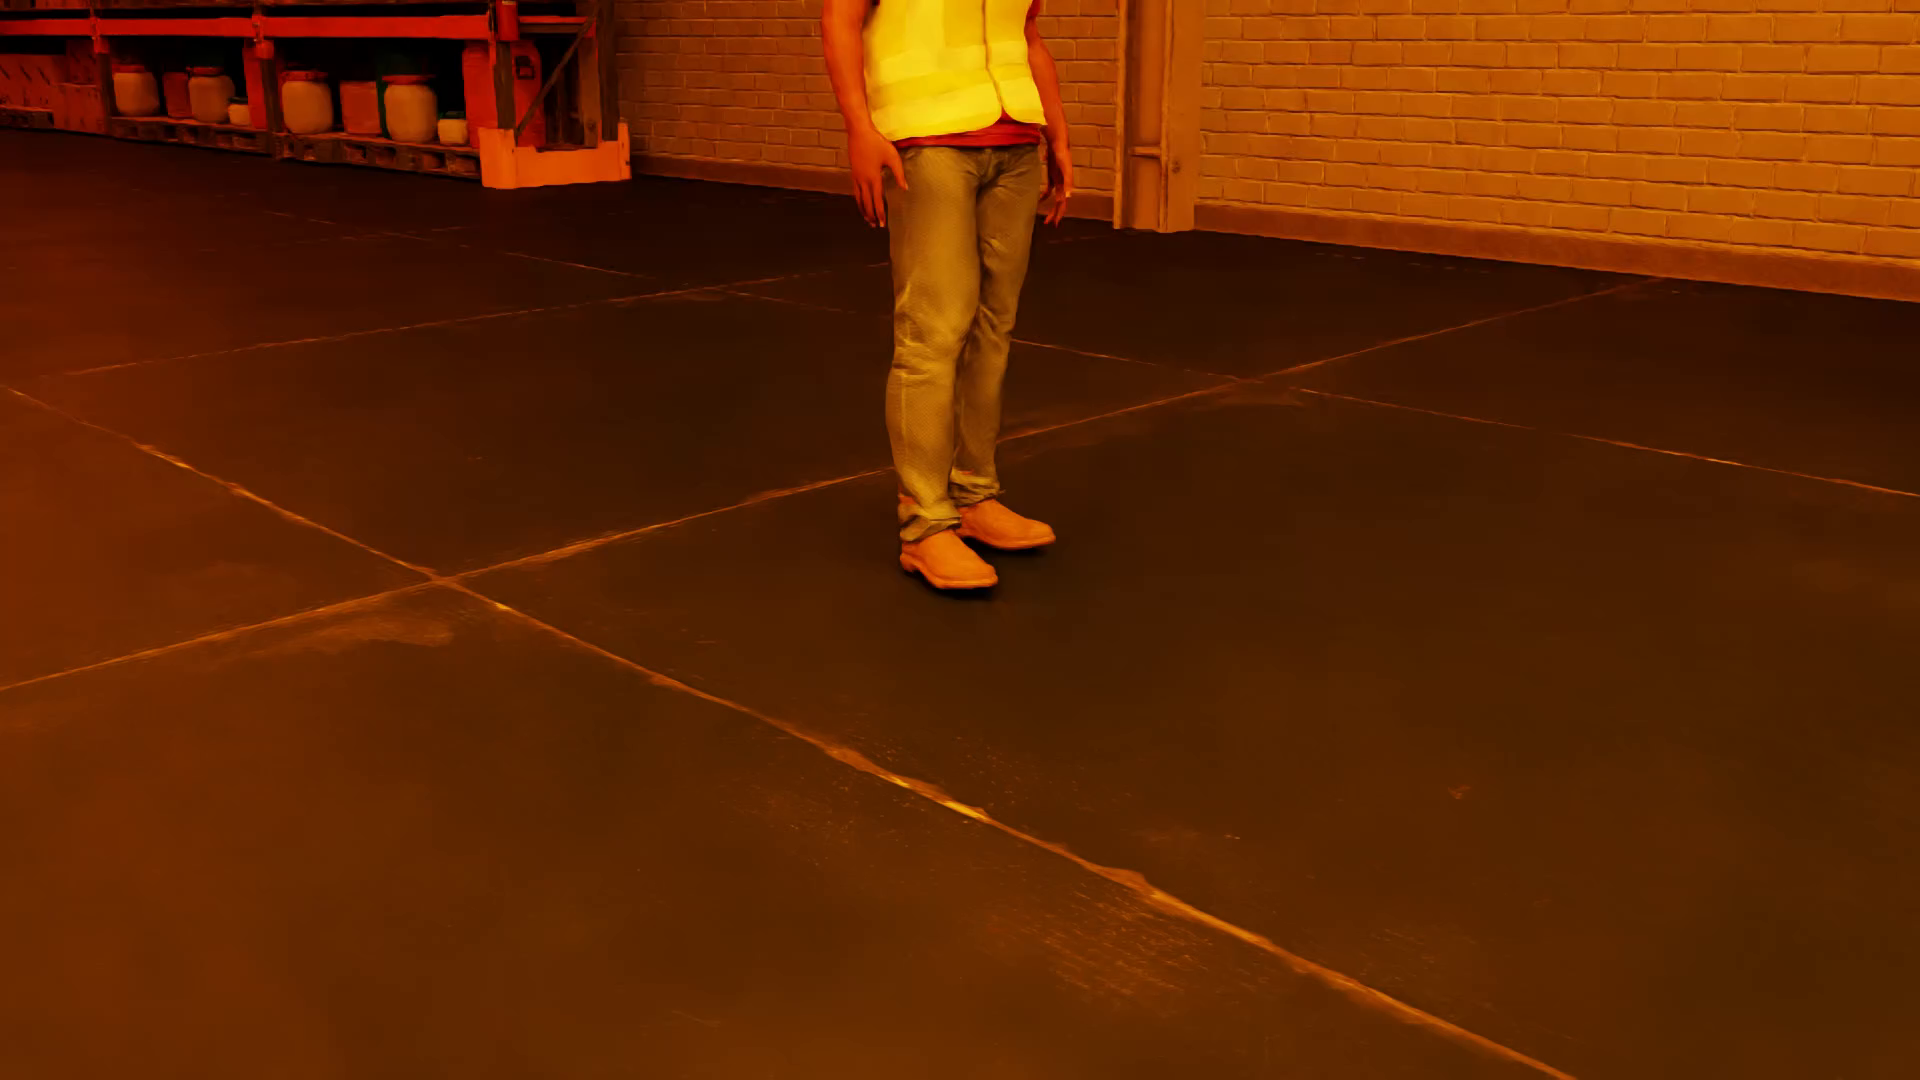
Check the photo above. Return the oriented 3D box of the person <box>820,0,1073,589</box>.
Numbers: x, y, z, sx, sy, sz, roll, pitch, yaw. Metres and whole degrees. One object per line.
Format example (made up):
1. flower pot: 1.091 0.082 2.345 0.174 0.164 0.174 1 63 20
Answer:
1. person: 0.046 -0.835 3.581 0.575 1.768 0.665 16 23 42
